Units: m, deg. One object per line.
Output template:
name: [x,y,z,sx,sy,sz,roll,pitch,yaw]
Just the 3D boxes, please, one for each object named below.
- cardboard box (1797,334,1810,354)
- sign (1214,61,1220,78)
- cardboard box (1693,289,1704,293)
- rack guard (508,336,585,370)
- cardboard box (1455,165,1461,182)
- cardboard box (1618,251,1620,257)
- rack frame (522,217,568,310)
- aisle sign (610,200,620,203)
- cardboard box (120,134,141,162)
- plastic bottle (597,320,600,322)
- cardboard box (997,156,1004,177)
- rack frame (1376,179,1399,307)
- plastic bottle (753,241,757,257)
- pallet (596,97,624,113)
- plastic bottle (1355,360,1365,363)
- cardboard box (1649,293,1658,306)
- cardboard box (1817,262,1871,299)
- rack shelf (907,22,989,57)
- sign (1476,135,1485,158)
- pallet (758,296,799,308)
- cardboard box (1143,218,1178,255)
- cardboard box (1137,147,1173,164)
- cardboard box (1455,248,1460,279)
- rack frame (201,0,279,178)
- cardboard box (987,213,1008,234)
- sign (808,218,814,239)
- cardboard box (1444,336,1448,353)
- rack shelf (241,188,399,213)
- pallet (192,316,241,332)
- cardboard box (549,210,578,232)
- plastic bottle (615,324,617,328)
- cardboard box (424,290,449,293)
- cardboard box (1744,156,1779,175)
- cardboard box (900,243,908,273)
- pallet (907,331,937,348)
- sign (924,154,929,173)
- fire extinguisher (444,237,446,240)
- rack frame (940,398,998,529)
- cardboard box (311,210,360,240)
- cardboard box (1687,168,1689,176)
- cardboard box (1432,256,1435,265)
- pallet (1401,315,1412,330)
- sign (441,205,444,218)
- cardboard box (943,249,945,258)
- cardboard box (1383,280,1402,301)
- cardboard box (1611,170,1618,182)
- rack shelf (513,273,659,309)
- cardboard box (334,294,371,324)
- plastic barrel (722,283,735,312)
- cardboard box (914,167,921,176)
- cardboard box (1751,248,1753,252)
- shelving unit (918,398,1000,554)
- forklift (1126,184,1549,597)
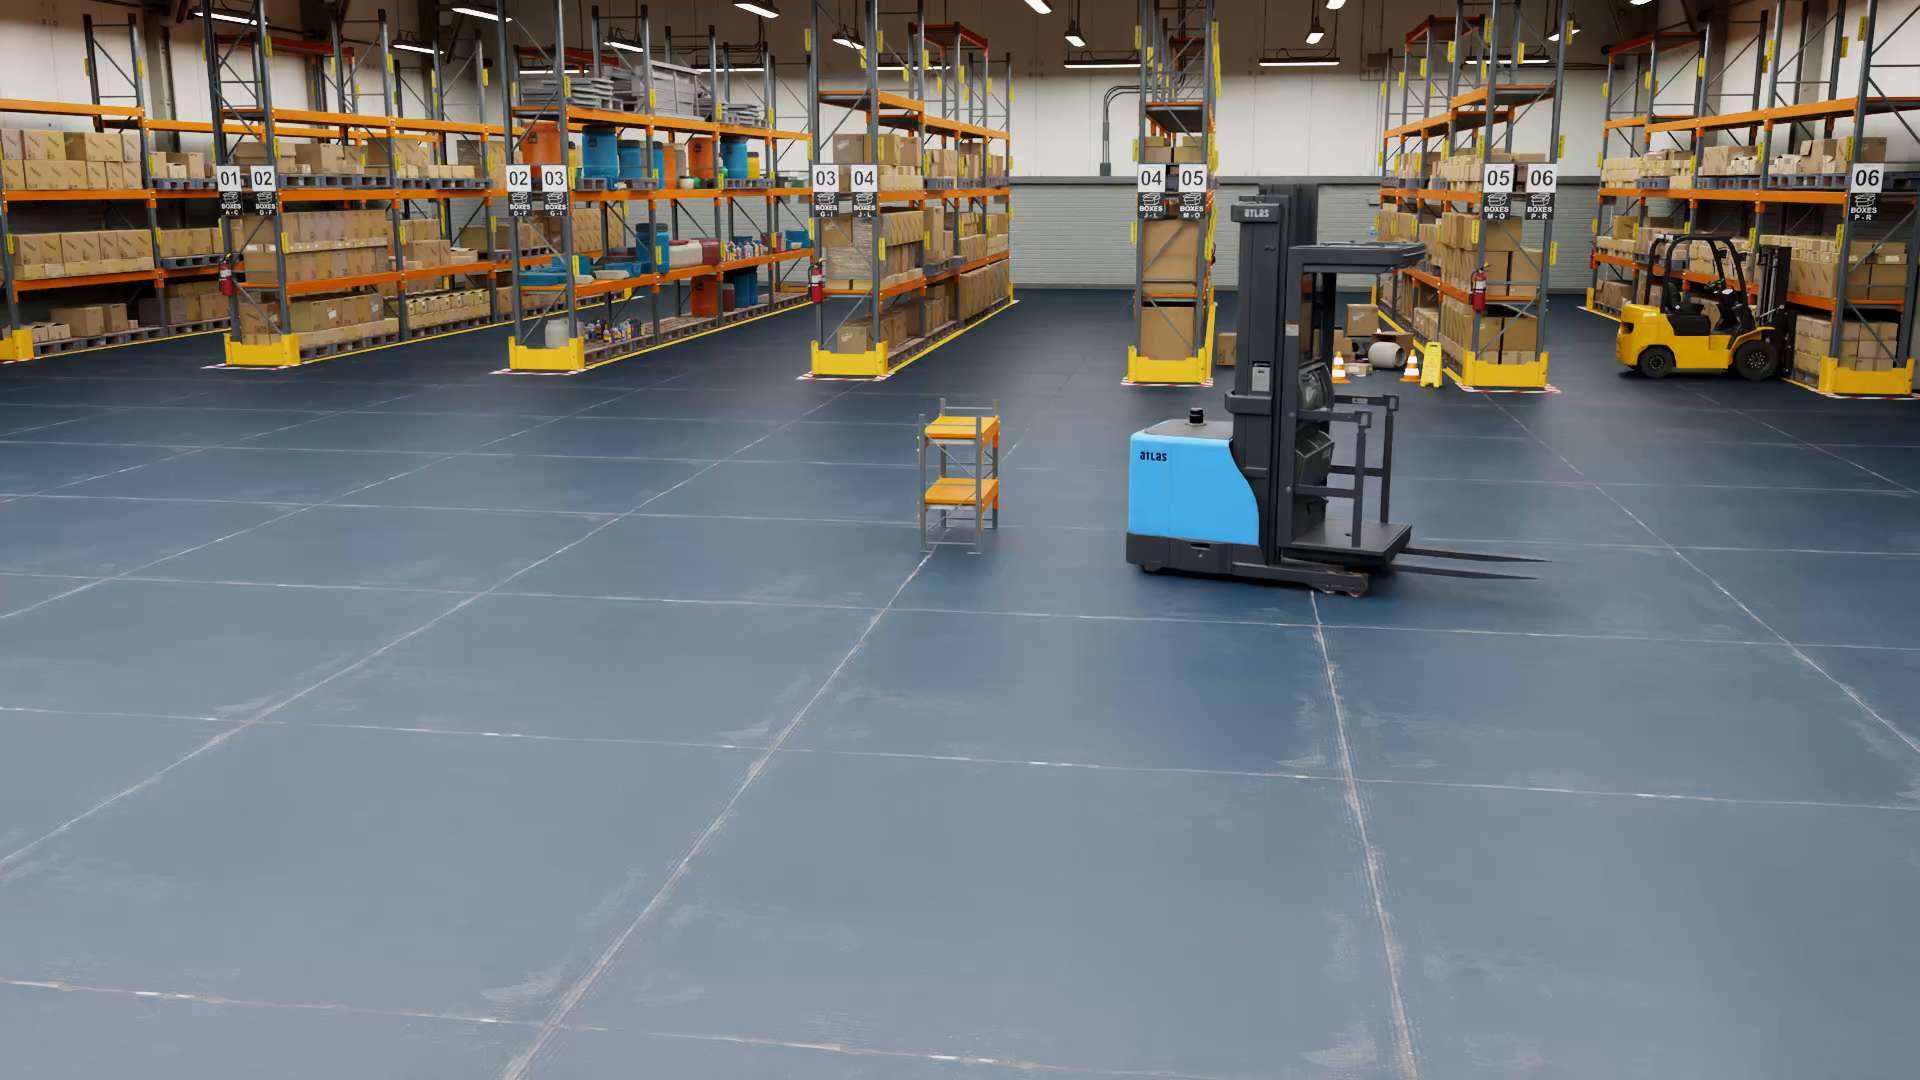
cardboard box: [12.806,-2.909,24.713,0.500,0.250,0.500,2,12,8]
sign: [4.920,-9.002,31.810,0.100,0.325,0.005,2,12,9]
cardboard box: [14.723,-4.870,32.869,0.380,0.149,0.250,2,12,7]
rack guard: [-6.674,-3.025,26.842,1.175,0.500,0.348,2,12,9]
cardboard box: [8.164,-5.825,26.430,0.500,0.250,0.500,2,12,9]
cardboard box: [14.852,-6.358,36.972,0.380,0.149,0.250,2,12,9]
rack frame: [-9.687,-6.889,38.837,1.000,3.000,0.127,2,12,9]
aisle sign: [-8.759,-8.996,42.447,0.394,0.787,0.004,2,12,9]
cardboard box: [-15.622,-7.284,30.892,0.500,0.500,0.500,1,12,4]
plastic bottle: [-6.529,-3.825,30.044,0.152,0.276,0.135,2,12,11]
cardboard box: [0.689,-9.059,40.316,0.700,0.500,0.500,1,12,5]
rack frame: [10.508,-7.078,39.718,1.000,3.000,0.127,2,12,9]
plastic bottle: [-4.612,-6.501,37.157,0.144,0.351,0.185,2,12,9]
pallet: [-6.309,-7.280,27.809,1.003,0.211,1.213,2,12,9]
plastic bottle: [6.611,-2.936,27.472,0.133,0.061,0.283,4,13,18]
cardboard box: [14.348,-4.761,33.900,0.500,0.500,0.500,2,12,7]
cardboard box: [12.768,-3.747,24.025,0.500,0.500,0.500,2,12,7]
rack shelf: [-0.207,-10.356,34.506,1.077,0.370,4.000,2,12,9]
sign: [7.502,-5.669,23.957,0.100,0.325,0.005,2,12,9]
pallet: [-4.534,-5.773,40.281,1.003,0.211,1.213,2,12,9]
cardboard box: [3.229,-4.682,25.678,0.875,0.550,0.550,2,12,9]
cardboard box: [2.939,-5.791,25.038,0.500,0.250,0.500,2,12,9]
cardboard box: [8.117,-4.377,26.239,0.500,0.500,0.500,2,12,9]
rack frame: [-11.533,-7.323,26.614,1.000,3.000,0.127,2,12,9]
cardboard box: [0.900,-7.728,40.603,0.500,0.500,0.500,2,12,9]
sign: [-2.290,-4.811,25.701,0.100,0.325,0.005,2,12,9]
cardboard box: [8.234,-3.216,27.326,0.500,0.250,0.500,3,12,12]
rack shelf: [-11.225,-5.922,28.938,1.077,0.370,4.000,2,12,9]
pallet: [-15.510,-4.437,34.079,1.003,0.211,1.213,2,12,9]
cardboard box: [-9.337,-7.515,39.134,0.500,0.500,0.500,2,12,10]
plastic bottle: [-6.052,-3.668,29.298,0.061,0.283,0.133,2,12,9]
cardboard box: [-10.746,-4.982,34.189,0.500,0.311,0.500,2,12,7]
cardboard box: [13.438,-6.256,27.759,0.500,0.311,0.500,1,12,7]
cardboard box: [-1.349,-4.794,28.174,0.875,0.500,0.500,2,12,9]
pallet: [-1.012,-3.700,30.663,1.003,0.211,1.213,2,12,9]
sign: [-0.593,-6.605,29.172,0.100,0.325,0.005,2,12,9]
fire extinguisher: [-13.488,-7.677,43.566,0.296,0.674,0.183,2,12,9]
rack frame: [0.079,-0.657,14.372,0.500,1.125,0.032,2,12,9]
cardboard box: [-11.134,-5.604,29.561,0.700,0.500,0.500,2,12,9]
cardboard box: [14.124,-7.030,31.782,0.380,0.149,0.250,2,12,10]
cardboard box: [8.566,-4.941,29.401,0.380,0.149,0.250,2,12,9]
pallet: [9.663,-4.465,34.210,1.003,0.211,1.213,2,12,9]
sign: [-13.434,-8.542,43.200,0.100,0.325,0.005,2,12,9]
cardboard box: [-0.504,-5.518,31.799,0.396,0.266,0.258,2,12,7]
cardboard box: [10.505,-5.890,39.291,0.875,0.438,0.875,1,12,7]
cardboard box: [14.926,-8.161,37.270,0.500,0.250,0.500,2,12,7]
rack shelf: [-6.332,-4.294,28.505,1.077,0.370,4.000,2,12,9]
cardboard box: [-10.935,-4.139,29.831,0.500,0.500,0.500,2,12,9]
plastic barrel: [-5.177,-5.259,36.001,0.600,0.588,0.708,2,12,9]
cardboard box: [-0.894,-6.412,28.917,0.380,0.149,0.250,2,12,10]
cardboard box: [13.400,-4.865,27.669,0.380,0.149,0.250,2,12,11]
shelving unit: [0.001,-0.551,13.881,0.538,1.125,1.048,2,12,9]
forklift: [2.841,-1.147,12.360,3.031,2.935,1.130,6,13,25]
